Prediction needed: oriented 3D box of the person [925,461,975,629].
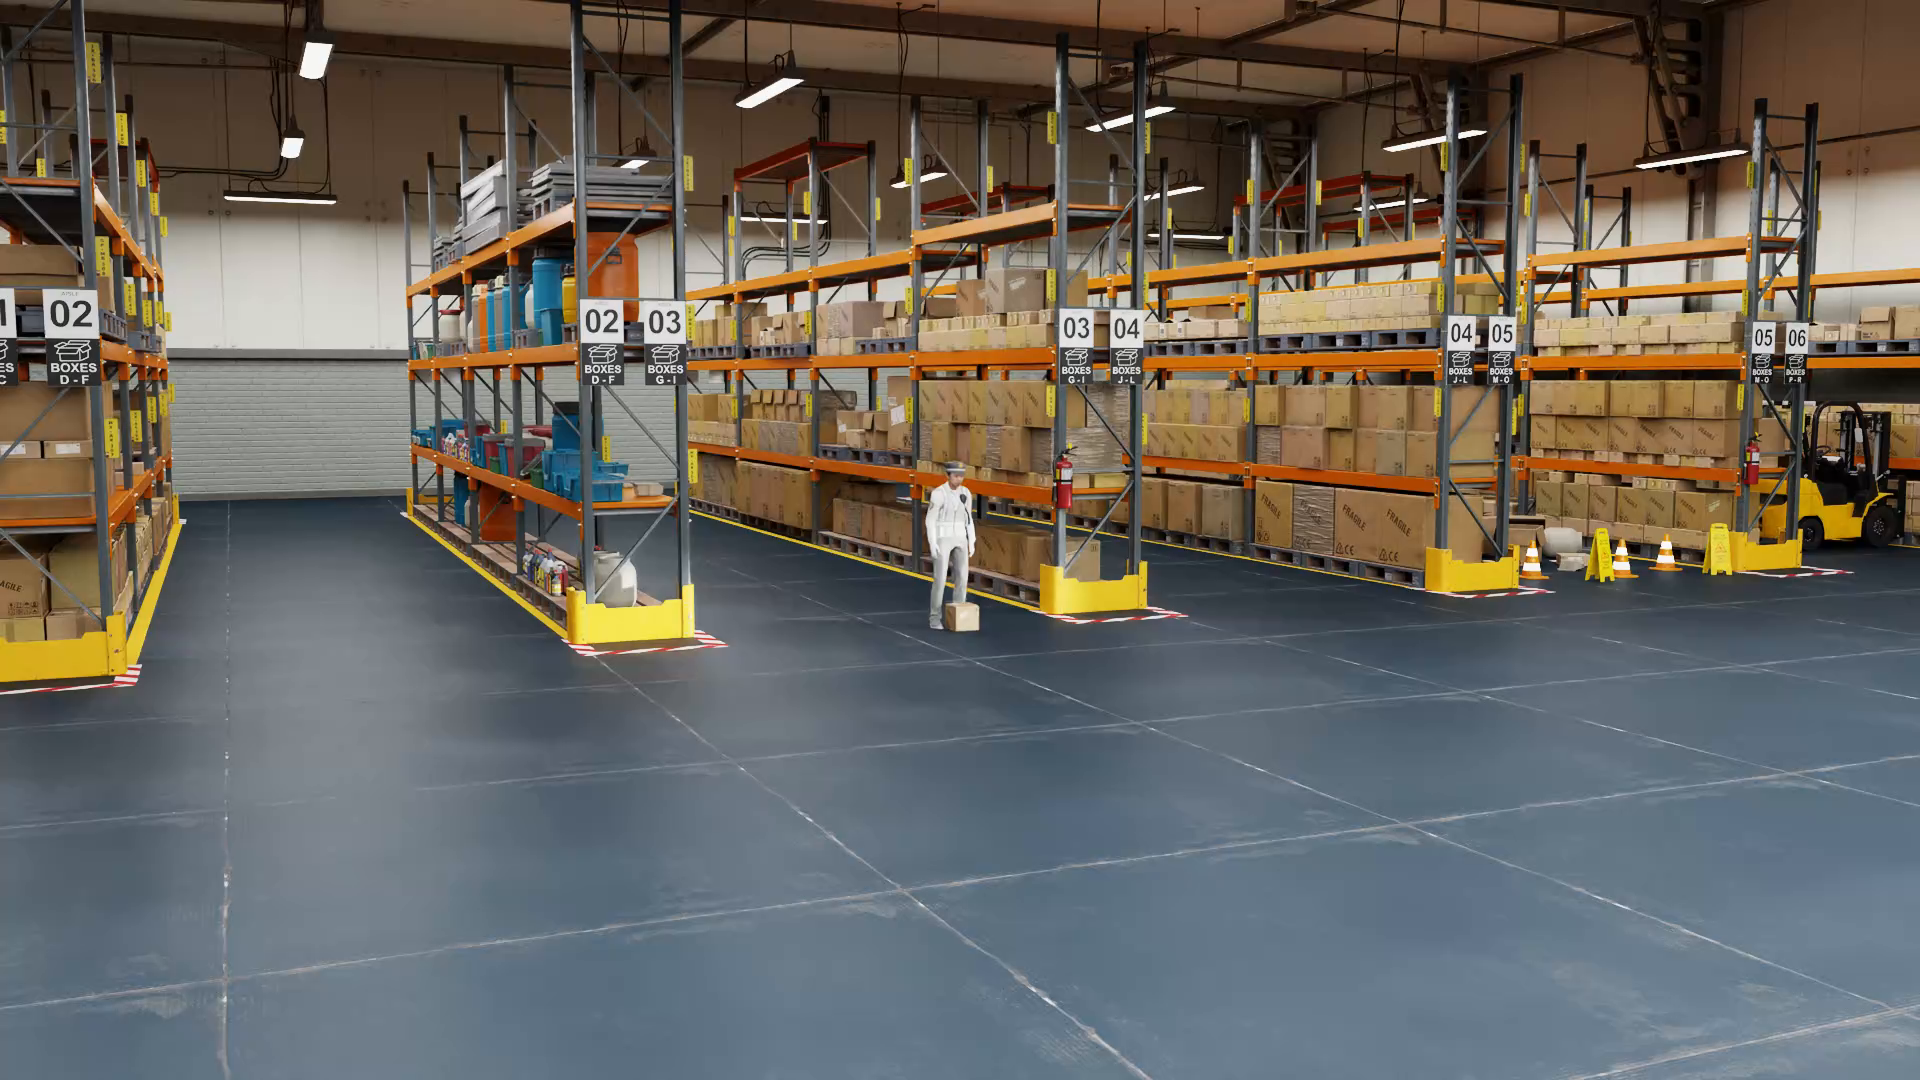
[{"bbox_3d":[-0.077,0.041,16.561,0.518,1.663,0.412,-3,6,-26],"label":"person"}]
